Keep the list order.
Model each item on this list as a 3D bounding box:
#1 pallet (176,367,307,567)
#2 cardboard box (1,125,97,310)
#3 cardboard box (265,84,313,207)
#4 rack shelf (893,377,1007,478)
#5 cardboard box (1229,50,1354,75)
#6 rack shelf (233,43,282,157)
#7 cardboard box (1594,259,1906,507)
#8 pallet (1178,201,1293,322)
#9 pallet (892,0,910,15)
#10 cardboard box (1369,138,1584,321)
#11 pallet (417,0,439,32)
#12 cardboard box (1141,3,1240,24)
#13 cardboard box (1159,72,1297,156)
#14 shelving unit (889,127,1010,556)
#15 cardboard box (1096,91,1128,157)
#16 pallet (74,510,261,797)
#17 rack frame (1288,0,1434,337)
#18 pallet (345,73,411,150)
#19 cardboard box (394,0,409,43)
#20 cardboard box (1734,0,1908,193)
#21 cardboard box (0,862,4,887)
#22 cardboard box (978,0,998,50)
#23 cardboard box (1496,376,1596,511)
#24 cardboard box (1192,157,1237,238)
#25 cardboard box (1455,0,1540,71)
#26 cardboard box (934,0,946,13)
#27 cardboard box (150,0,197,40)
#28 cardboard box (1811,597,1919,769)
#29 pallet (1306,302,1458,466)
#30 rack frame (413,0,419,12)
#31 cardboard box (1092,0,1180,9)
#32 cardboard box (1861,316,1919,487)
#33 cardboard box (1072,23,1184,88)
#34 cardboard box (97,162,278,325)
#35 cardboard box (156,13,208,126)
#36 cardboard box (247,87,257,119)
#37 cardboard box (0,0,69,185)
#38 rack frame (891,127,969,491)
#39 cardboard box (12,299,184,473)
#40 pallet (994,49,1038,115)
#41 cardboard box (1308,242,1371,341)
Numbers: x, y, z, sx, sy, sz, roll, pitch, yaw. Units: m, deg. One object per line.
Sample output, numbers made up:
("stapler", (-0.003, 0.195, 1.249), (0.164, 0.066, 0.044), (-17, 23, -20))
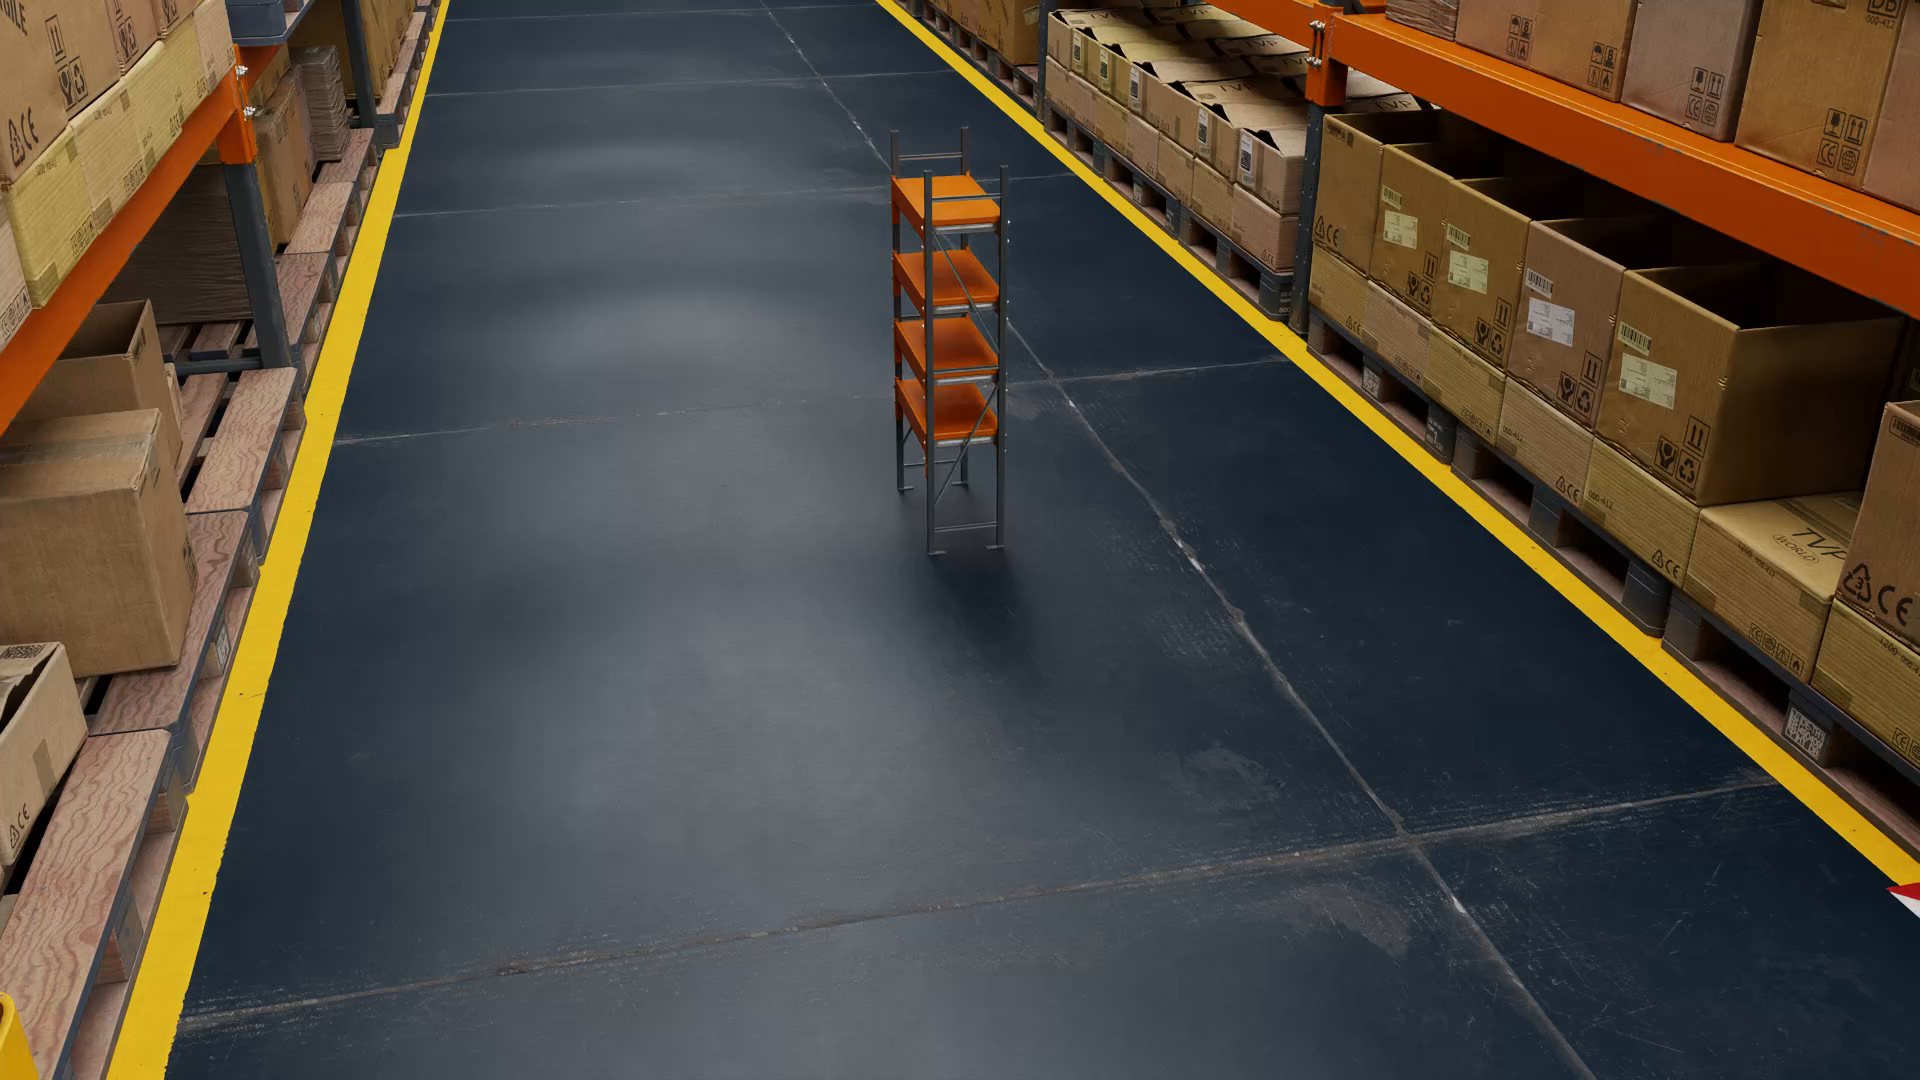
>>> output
("pallet", (-2.753, -0.221, 5.453), (1.003, 0.211, 1.213), (-6, 27, -12))
("cardboard box", (-2.078, -0.640, 3.333), (0.500, 0.250, 0.500), (-6, 27, -12))
("cardboard box", (-3.485, -1.829, 7.831), (0.700, 0.500, 0.500), (-6, 27, -12))
("rack shelf", (-0.037, -0.371, 5.243), (0.258, 0.148, 0.480), (-6, 27, -12))
("cardboard box", (1.688, -2.353, 8.546), (0.500, 0.311, 0.500), (-5, 27, -10))
("rack shelf", (-3.390, -2.314, 7.303), (1.077, 0.370, 4.000), (-6, 27, -12))
("cardboard box", (2.138, -0.443, 4.552), (0.500, 0.500, 0.500), (-6, 27, -12))
("pallet", (1.683, -1.336, 7.663), (1.003, 0.211, 1.213), (-6, 27, -12))
("pallet", (-0.070, -4.830, 14.585), (1.003, 0.211, 1.213), (-6, 27, -12))
("cardboard box", (1.806, -1.102, 5.858), (0.500, 0.500, 0.500), (-6, 27, -12))
("pallet", (-4.837, -4.366, 13.665), (1.003, 0.211, 1.213), (-6, 27, -12))
("cardboard box", (1.343, -3.023, 9.873), (0.500, 0.311, 0.500), (-5, 27, -10))
("cardboard box", (1.283, -2.067, 7.980), (0.500, 0.311, 0.500), (-6, 27, -12))
("shelving unit", (-0.037, -0.608, 5.124), (0.258, 1.200, 0.503), (-6, 27, -12))
("cardboard box", (1.054, -2.269, 9.003), (0.500, 0.250, 0.500), (-7, 28, -13))
("pallet", (-2.475, 0.316, 4.390), (1.003, 0.211, 1.213), (-6, 27, -12))
("rack frame", (1.887, -2.261, 6.401), (1.000, 3.000, 0.127), (-6, 27, -12))
("pallet", (-3.945, -2.622, 10.210), (1.003, 0.211, 1.213), (-6, 27, -12))
("cardboard box", (-4.265, -3.834, 11.438), (0.750, 0.750, 0.750), (-5, 27, -10))
("cardboard box", (2.466, -1.205, 4.197), (0.700, 0.500, 0.500), (-6, 27, -11))
("cardboard box", (-2.106, 0.690, 3.049), (0.500, 0.311, 0.500), (-9, 28, -17))
("cardboard box", (0.429, -3.712, 11.561), (0.500, 0.500, 0.500), (-7, 28, -13))
("cardboard box", (2.030, -0.328, 5.156), (0.500, 0.250, 0.500), (-6, 27, -12))
("cardboard box", (1.398, -1.596, 7.669), (0.500, 0.250, 0.500), (-6, 27, -12))
("cardboard box", (2.118, -1.881, 5.537), (0.700, 0.500, 0.500), (-6, 27, -12))
("cardboard box", (0.086, -4.384, 12.892), (0.500, 0.500, 0.500), (-6, 27, -11))
("cardboard box", (-2.413, -1.639, 4.480), (0.500, 0.500, 0.500), (-6, 27, -12))
("cardboard box", (2.379, 0.329, 3.854), (0.500, 0.250, 0.500), (-6, 27, -12))
("pallet", (2.025, -0.663, 6.330), (1.003, 0.211, 1.213), (-6, 27, -12))
("rack frame", (-4.742, -5.269, 12.360), (1.000, 3.000, 0.127), (-6, 27, -12))
("cardboard box", (1.161, -3.327, 10.798), (0.500, 0.500, 0.500), (-5, 27, -9))
("cardboard box", (2.644, -0.496, 4.656), (0.500, 0.500, 0.500), (-6, 27, -12))
("cardboard box", (0.944, -2.738, 9.309), (0.500, 0.311, 0.500), (-7, 28, -13))
("cardboard box", (-3.121, -1.159, 6.502), (0.700, 0.500, 0.500), (-5, 27, -10))
("cardboard box", (-2.433, -1.302, 4.645), (0.500, 0.250, 0.500), (-6, 27, -11))
("cardboard box", (-3.344, -1.914, 7.168), (0.500, 0.250, 0.500), (-7, 28, -13))
("cardboard box", (-2.064, -0.963, 3.141), (0.500, 0.500, 0.500), (-7, 28, -13))
("rack frame", (-0.092, -0.715, 5.336), (0.240, 1.200, 0.015), (-6, 27, -12))
("cardboard box", (-2.666, -0.386, 4.971), (0.500, 0.500, 0.500), (-8, 28, -15))
("pallet", (0.854, -3.104, 11.166), (1.003, 0.211, 1.213), (-6, 27, -12))
("cardboard box", (1.696, -0.987, 6.462), (0.500, 0.250, 0.500), (-6, 27, -12))
